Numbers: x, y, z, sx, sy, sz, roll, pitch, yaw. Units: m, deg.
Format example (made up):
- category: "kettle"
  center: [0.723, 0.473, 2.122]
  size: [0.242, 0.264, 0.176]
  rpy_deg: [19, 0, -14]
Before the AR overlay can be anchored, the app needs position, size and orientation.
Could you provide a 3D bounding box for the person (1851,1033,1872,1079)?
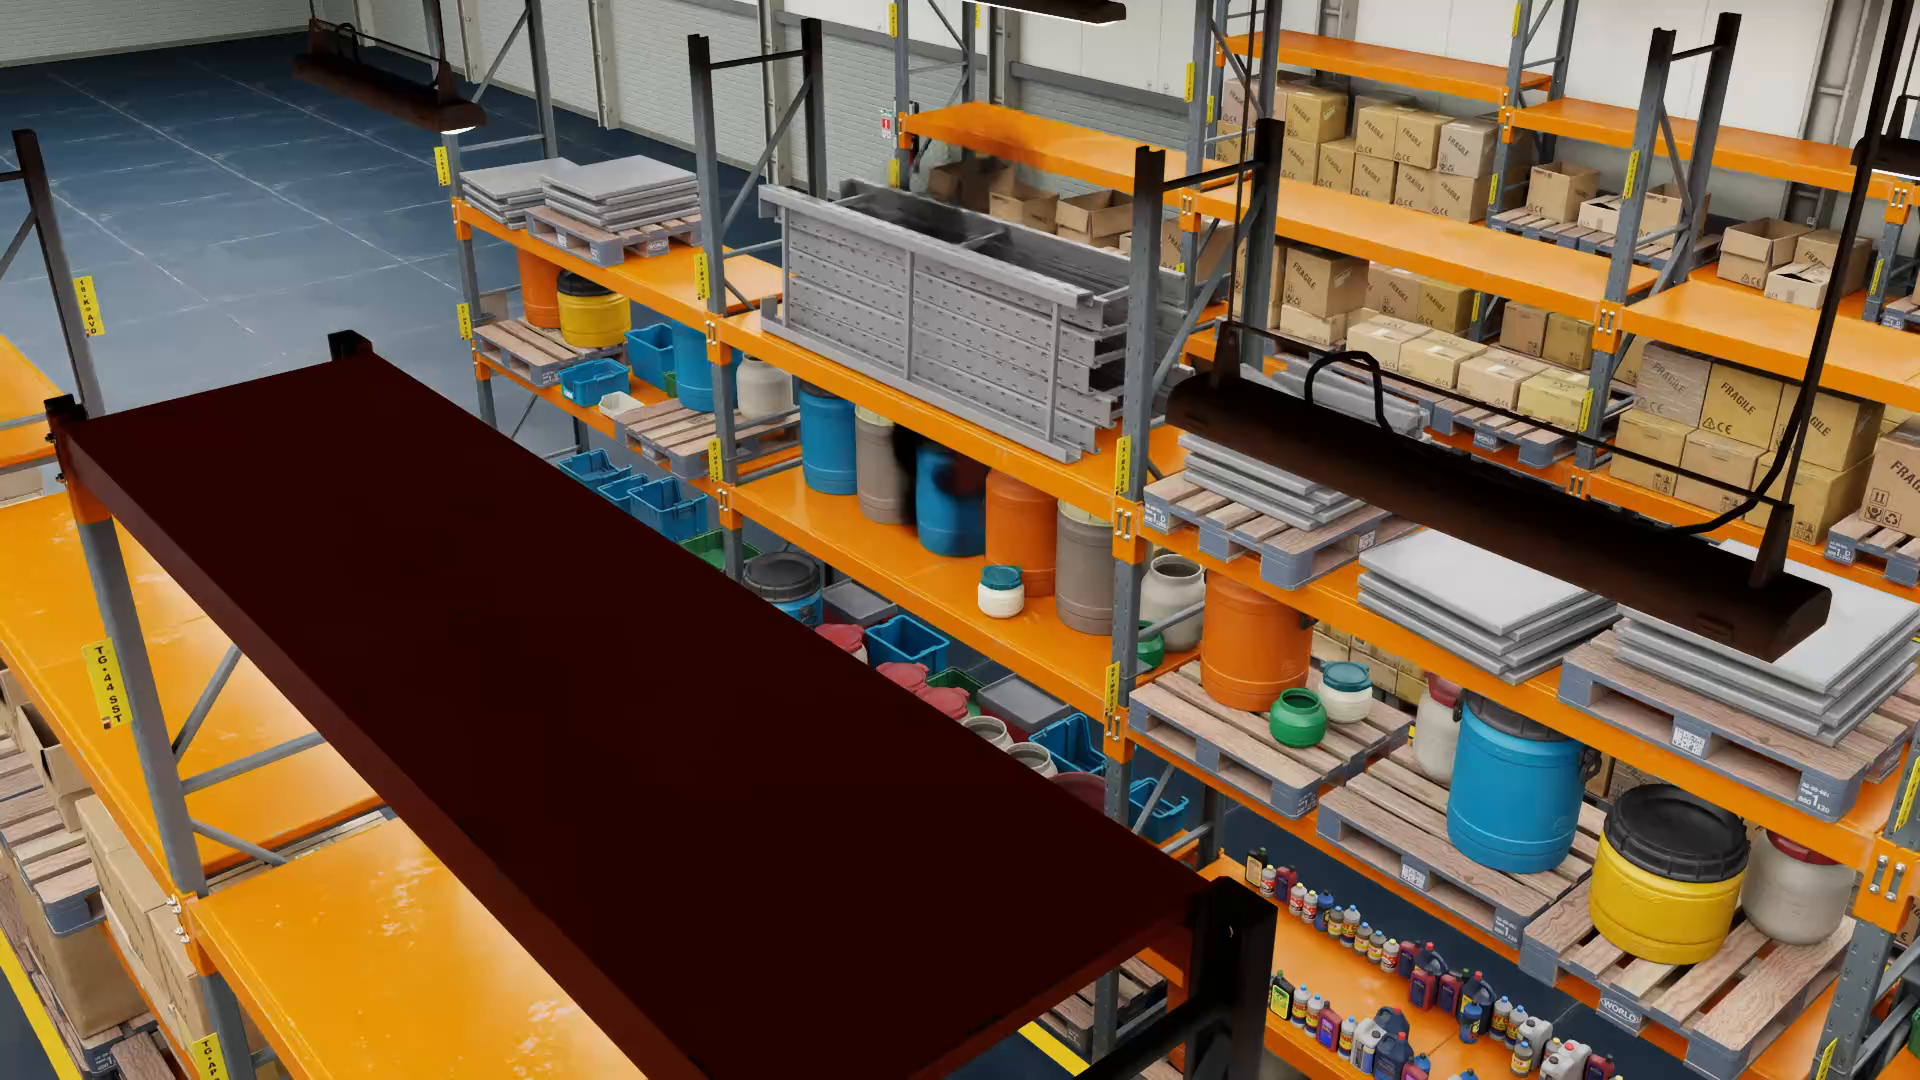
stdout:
- category: "person"
  center: [4.739, 3.256, 9.265]
  size: [0.687, 1.670, 0.775]
  rpy_deg: [-18, 32, -31]
